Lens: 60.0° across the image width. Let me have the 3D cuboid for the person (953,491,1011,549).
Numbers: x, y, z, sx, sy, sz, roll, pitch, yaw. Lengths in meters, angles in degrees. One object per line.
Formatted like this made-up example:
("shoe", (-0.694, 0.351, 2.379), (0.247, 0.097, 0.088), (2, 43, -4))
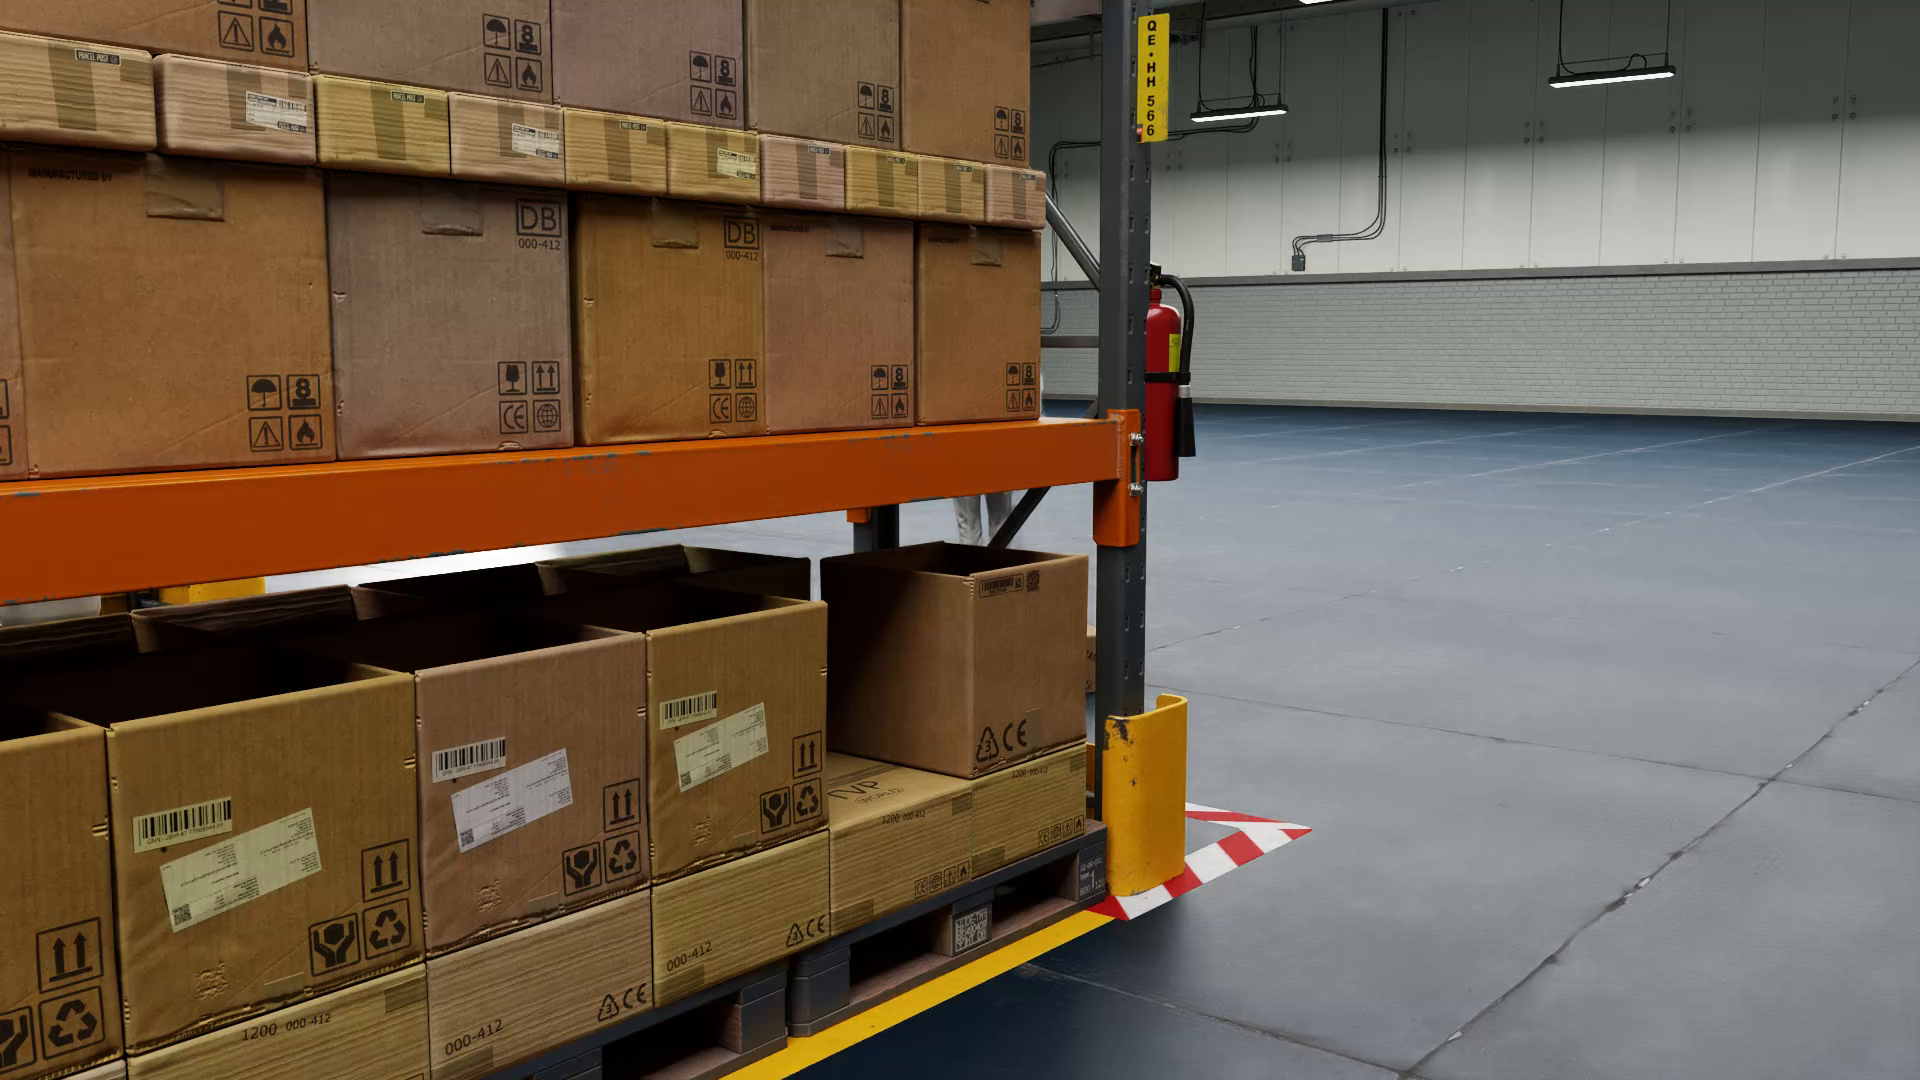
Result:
("person", (0.094, -0.398, 9.096), (0.482, 1.756, 0.559), (0, 7, -4))
